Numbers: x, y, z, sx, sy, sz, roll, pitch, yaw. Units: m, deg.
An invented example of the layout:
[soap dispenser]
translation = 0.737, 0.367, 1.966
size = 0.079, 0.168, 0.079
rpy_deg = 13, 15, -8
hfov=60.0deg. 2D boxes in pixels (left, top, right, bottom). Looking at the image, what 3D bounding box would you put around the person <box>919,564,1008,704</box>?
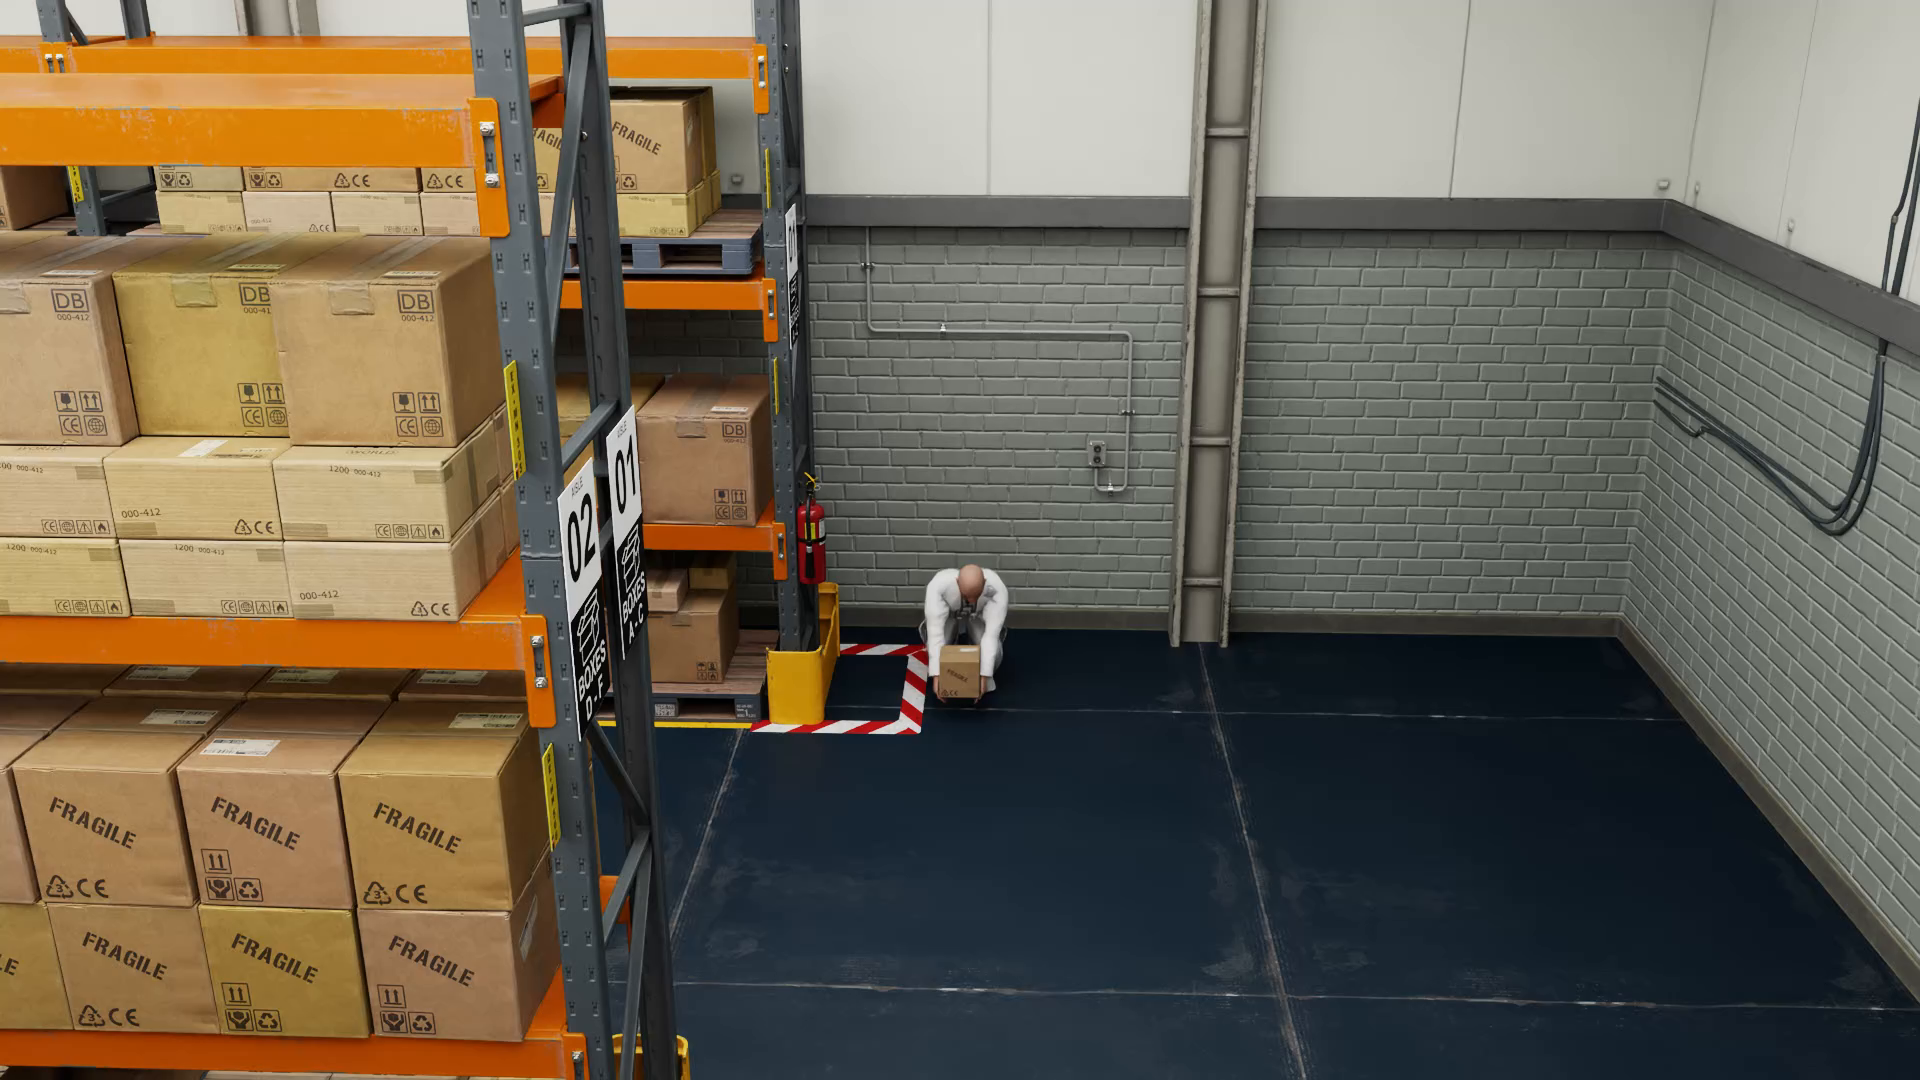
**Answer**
[person]
translation = 0.020, 0.544, 10.759
size = 0.581, 1.004, 0.920
rpy_deg = 0, 20, 1
